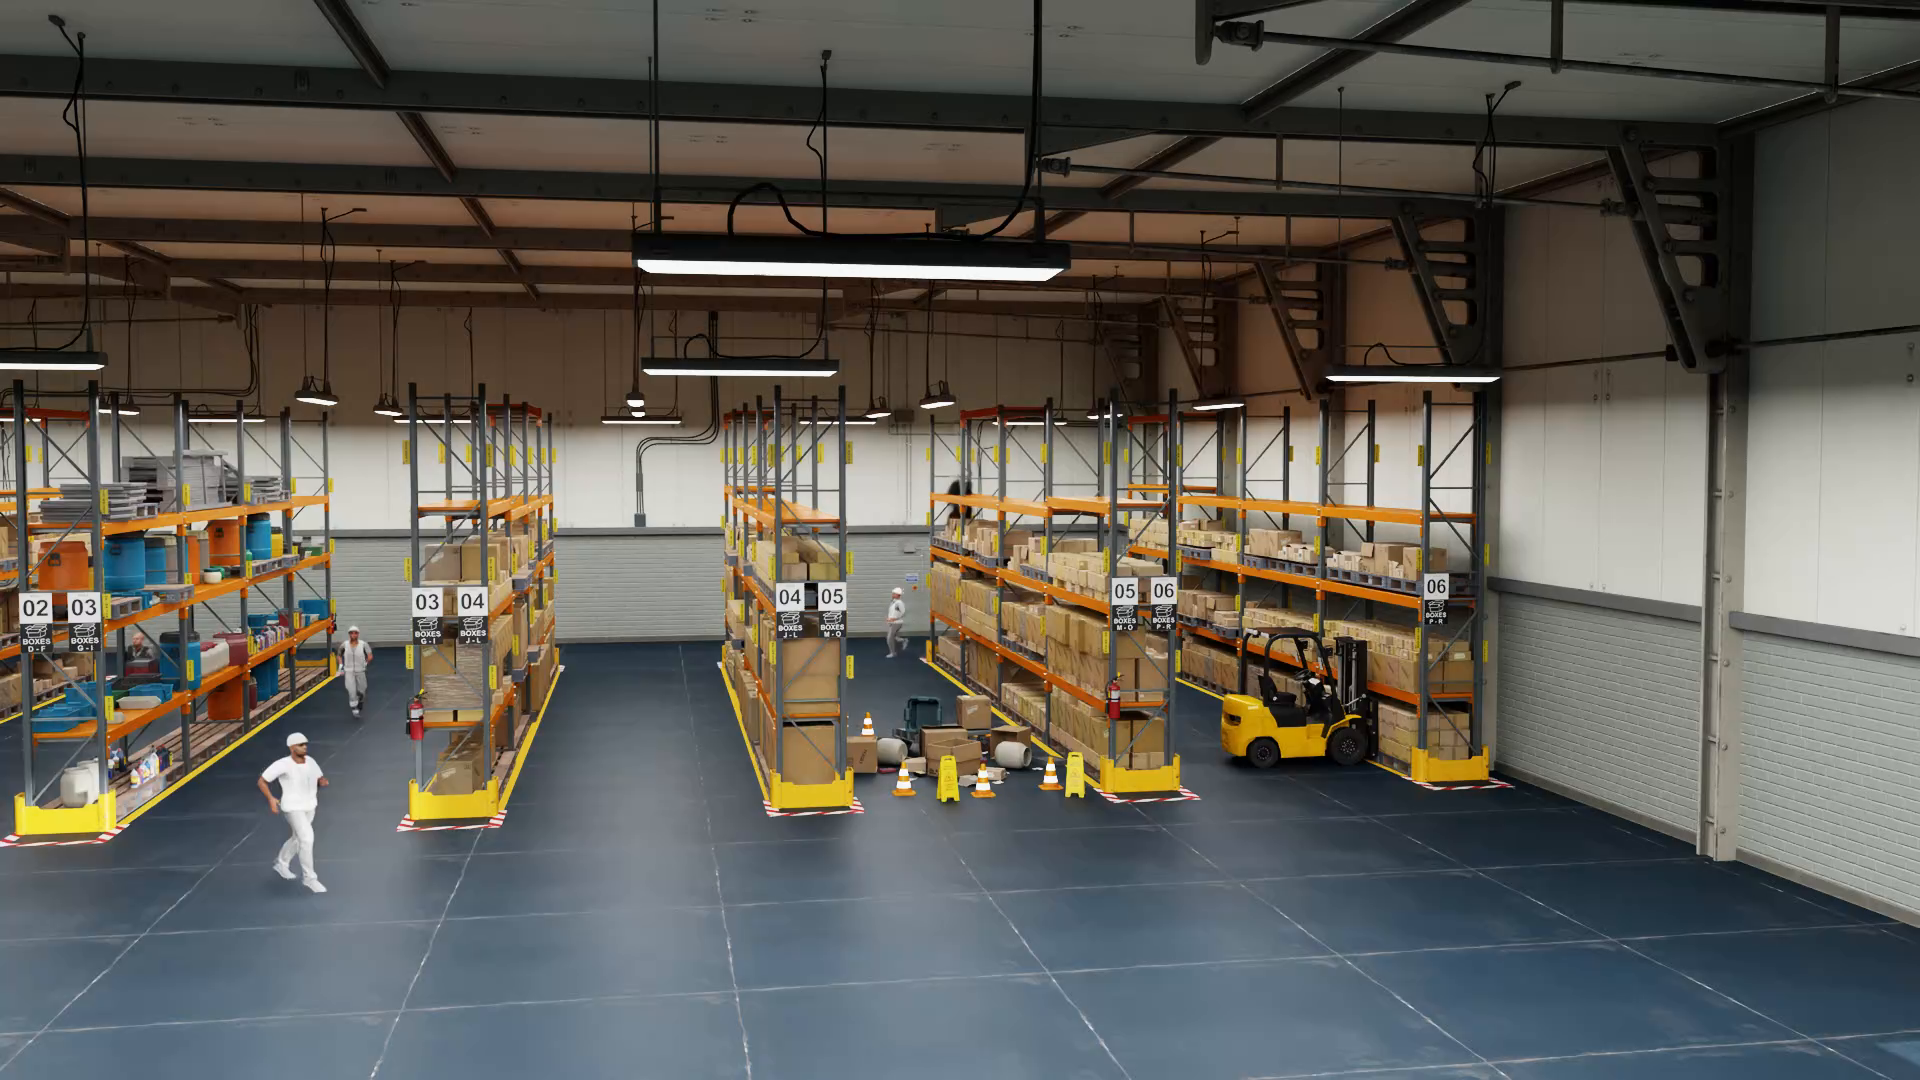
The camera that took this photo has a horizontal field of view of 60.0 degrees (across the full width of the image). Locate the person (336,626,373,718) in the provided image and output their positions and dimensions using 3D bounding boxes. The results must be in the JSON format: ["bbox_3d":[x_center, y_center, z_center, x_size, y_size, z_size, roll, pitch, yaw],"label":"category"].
[{"bbox_3d":[-11.568,2.518,31.783,0.651,1.747,0.692,-1,3,-19],"label":"person"}]

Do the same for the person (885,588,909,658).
[{"bbox_3d":[-1.545,2.054,41.298,0.624,1.731,0.660,-1,3,-19],"label":"person"}]

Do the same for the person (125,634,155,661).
[{"bbox_3d":[-15.472,2.600,31.267,0.694,1.677,0.679,0,3,-8],"label":"person"}]

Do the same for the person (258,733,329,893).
[{"bbox_3d":[-7.643,3.127,19.221,0.884,1.802,0.686,1,3,20],"label":"person"}]
